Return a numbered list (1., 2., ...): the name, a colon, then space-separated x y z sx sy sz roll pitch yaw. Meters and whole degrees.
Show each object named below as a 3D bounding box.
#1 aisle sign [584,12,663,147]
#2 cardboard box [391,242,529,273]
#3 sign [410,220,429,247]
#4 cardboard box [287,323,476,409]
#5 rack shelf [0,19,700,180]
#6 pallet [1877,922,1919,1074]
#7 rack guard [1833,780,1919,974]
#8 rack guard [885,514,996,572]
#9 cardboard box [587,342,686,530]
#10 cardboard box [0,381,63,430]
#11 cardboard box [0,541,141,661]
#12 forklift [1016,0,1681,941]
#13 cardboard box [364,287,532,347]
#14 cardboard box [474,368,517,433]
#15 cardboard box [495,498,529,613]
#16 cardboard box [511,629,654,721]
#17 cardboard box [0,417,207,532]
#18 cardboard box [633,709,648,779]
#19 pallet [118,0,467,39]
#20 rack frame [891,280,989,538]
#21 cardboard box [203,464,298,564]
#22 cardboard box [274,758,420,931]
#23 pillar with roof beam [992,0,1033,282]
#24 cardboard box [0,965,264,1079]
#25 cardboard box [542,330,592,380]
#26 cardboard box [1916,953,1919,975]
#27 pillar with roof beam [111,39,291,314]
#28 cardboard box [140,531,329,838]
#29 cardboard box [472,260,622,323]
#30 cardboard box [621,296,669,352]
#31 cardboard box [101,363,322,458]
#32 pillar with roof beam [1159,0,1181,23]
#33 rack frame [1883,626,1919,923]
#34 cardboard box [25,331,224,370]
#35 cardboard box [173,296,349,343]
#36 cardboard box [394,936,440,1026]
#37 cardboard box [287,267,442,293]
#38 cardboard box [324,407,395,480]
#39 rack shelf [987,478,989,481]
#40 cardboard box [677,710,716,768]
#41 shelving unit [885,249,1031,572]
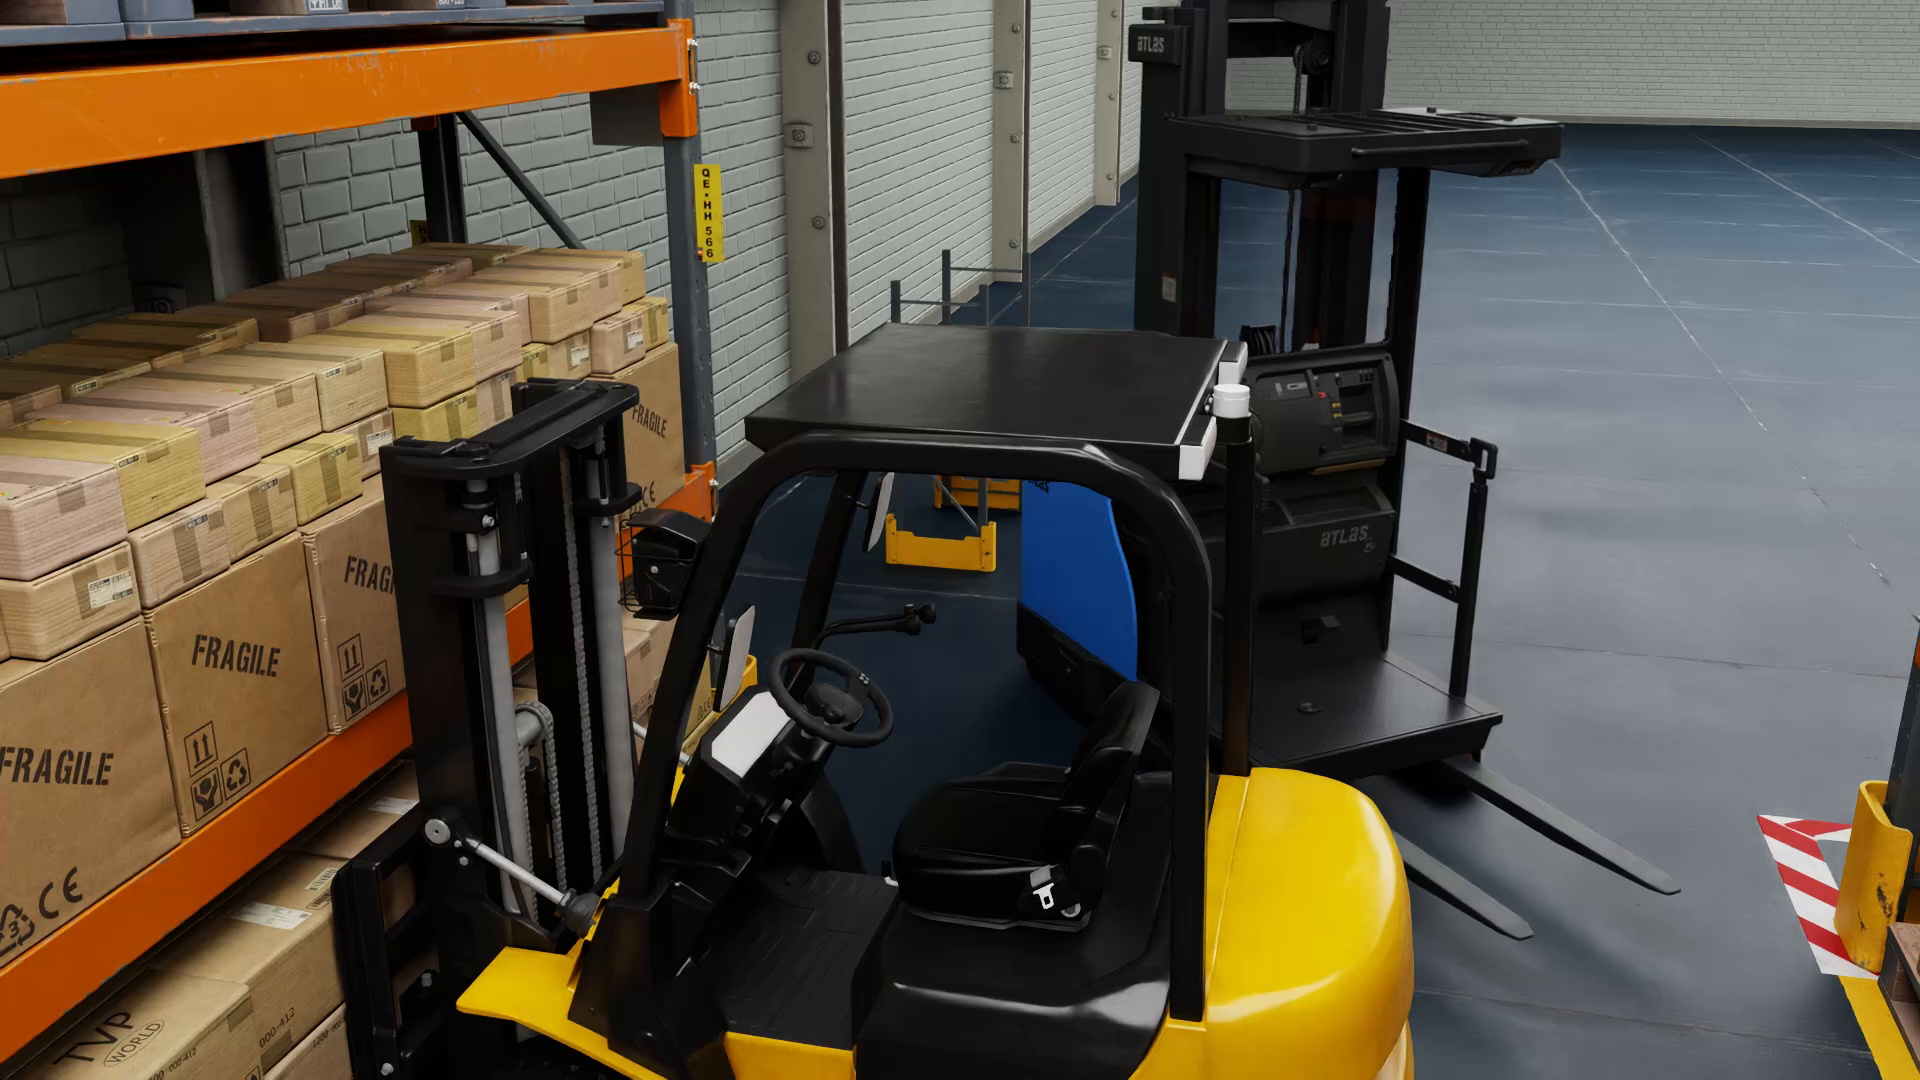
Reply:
1. aisle sign: -1.072 -1.717 5.551 0.394 0.787 0.004 5 19 13
2. cardboard box: -1.662 -0.896 5.551 0.380 0.149 0.250 4 19 12
3. sign: -1.910 -0.982 5.960 0.100 0.325 0.005 5 19 13
4. cardboard box: -1.471 -0.447 4.238 0.380 0.149 0.250 5 19 14
5. rack shelf: -1.862 -0.941 3.775 1.077 0.370 4.000 5 19 13
6. pallet: 3.190 1.497 4.479 1.003 0.211 1.213 5 19 13
7. rack guard: 3.423 1.108 5.169 1.175 0.500 0.348 5 19 13
8. rack guard: -0.103 0.014 8.760 0.587 0.250 0.087 5 19 13
9. cardboard box: -1.239 -0.362 5.451 0.500 0.500 0.500 4 19 12
10. cardboard box: -2.221 -0.253 3.670 0.380 0.149 0.250 4 19 13
11. cardboard box: -1.787 0.094 3.112 0.380 0.149 0.250 5 20 15
12. forklift: 1.338 -0.466 6.018 1.130 2.935 3.031 -9 21 -24
13. cardboard box: -1.457 -0.619 4.742 0.380 0.149 0.250 5 19 14
14. cardboard box: -1.433 -0.390 4.529 0.380 0.149 0.250 4 19 12
15. cardboard box: -1.499 -0.039 4.507 0.500 0.500 0.500 4 19 12
16. cardboard box: -1.302 0.470 5.230 0.500 0.250 0.500 5 19 14
17. cardboard box: -1.755 -0.133 3.317 0.380 0.149 0.250 4 19 13
18. cardboard box: -1.322 0.710 5.298 0.500 0.250 0.500 4 19 13
19. pallet: -1.867 -1.264 3.743 1.003 0.211 1.213 5 19 13
20. rack frame: -0.103 -0.577 8.557 0.500 1.500 0.032 5 19 13
21. cardboard box: -1.677 -0.068 3.587 0.380 0.149 0.250 4 19 12
22. cardboard box: -1.547 0.787 4.301 0.500 0.250 0.500 4 19 12
23. pillar with roof beam: 4.689 -6.602 14.595 9.100 9.000 0.400 5 19 13
24. cardboard box: -1.793 1.107 3.362 0.500 0.250 0.500 5 19 13
25. cardboard box: -1.342 -0.554 5.010 0.380 0.149 0.250 5 19 14
26. cardboard box: 2.976 1.235 4.535 0.500 0.250 0.500 4 19 13
27. pillar with roof beam: 1.757 -2.841 3.584 9.100 9.000 0.400 5 19 13
28. cardboard box: -1.755 0.275 3.586 0.500 0.500 0.500 4 19 13
29. cardboard box: -1.286 -0.776 5.199 0.380 0.149 0.250 5 19 13
30. cardboard box: -1.186 -0.713 5.475 0.380 0.149 0.250 5 19 14
31. cardboard box: -1.703 -0.297 3.797 0.380 0.149 0.250 5 19 14
32. pillar with roof beam: 7.621 -10.364 25.607 9.100 9.000 0.400 5 19 13
33. rack frame: 3.441 -0.098 4.835 1.000 3.000 0.127 5 19 13
34. cardboard box: -2.068 -0.413 4.139 0.380 0.149 0.250 5 19 14
35. cardboard box: -1.925 -0.572 4.602 0.380 0.149 0.250 5 20 15
36. cardboard box: -1.553 1.030 4.361 0.500 0.250 0.500 5 19 13
37. cardboard box: -1.810 -0.733 5.073 0.380 0.149 0.250 5 19 14
38. cardboard box: -1.624 -0.238 4.084 0.380 0.149 0.250 5 19 13
39. rack shelf: 0.021 -0.566 9.082 0.538 0.185 1.000 5 19 13
40. cardboard box: -1.181 0.785 5.852 0.500 0.250 0.500 5 19 14
41. shelving unit: 0.019 -0.734 9.015 0.587 1.500 1.083 5 19 13
